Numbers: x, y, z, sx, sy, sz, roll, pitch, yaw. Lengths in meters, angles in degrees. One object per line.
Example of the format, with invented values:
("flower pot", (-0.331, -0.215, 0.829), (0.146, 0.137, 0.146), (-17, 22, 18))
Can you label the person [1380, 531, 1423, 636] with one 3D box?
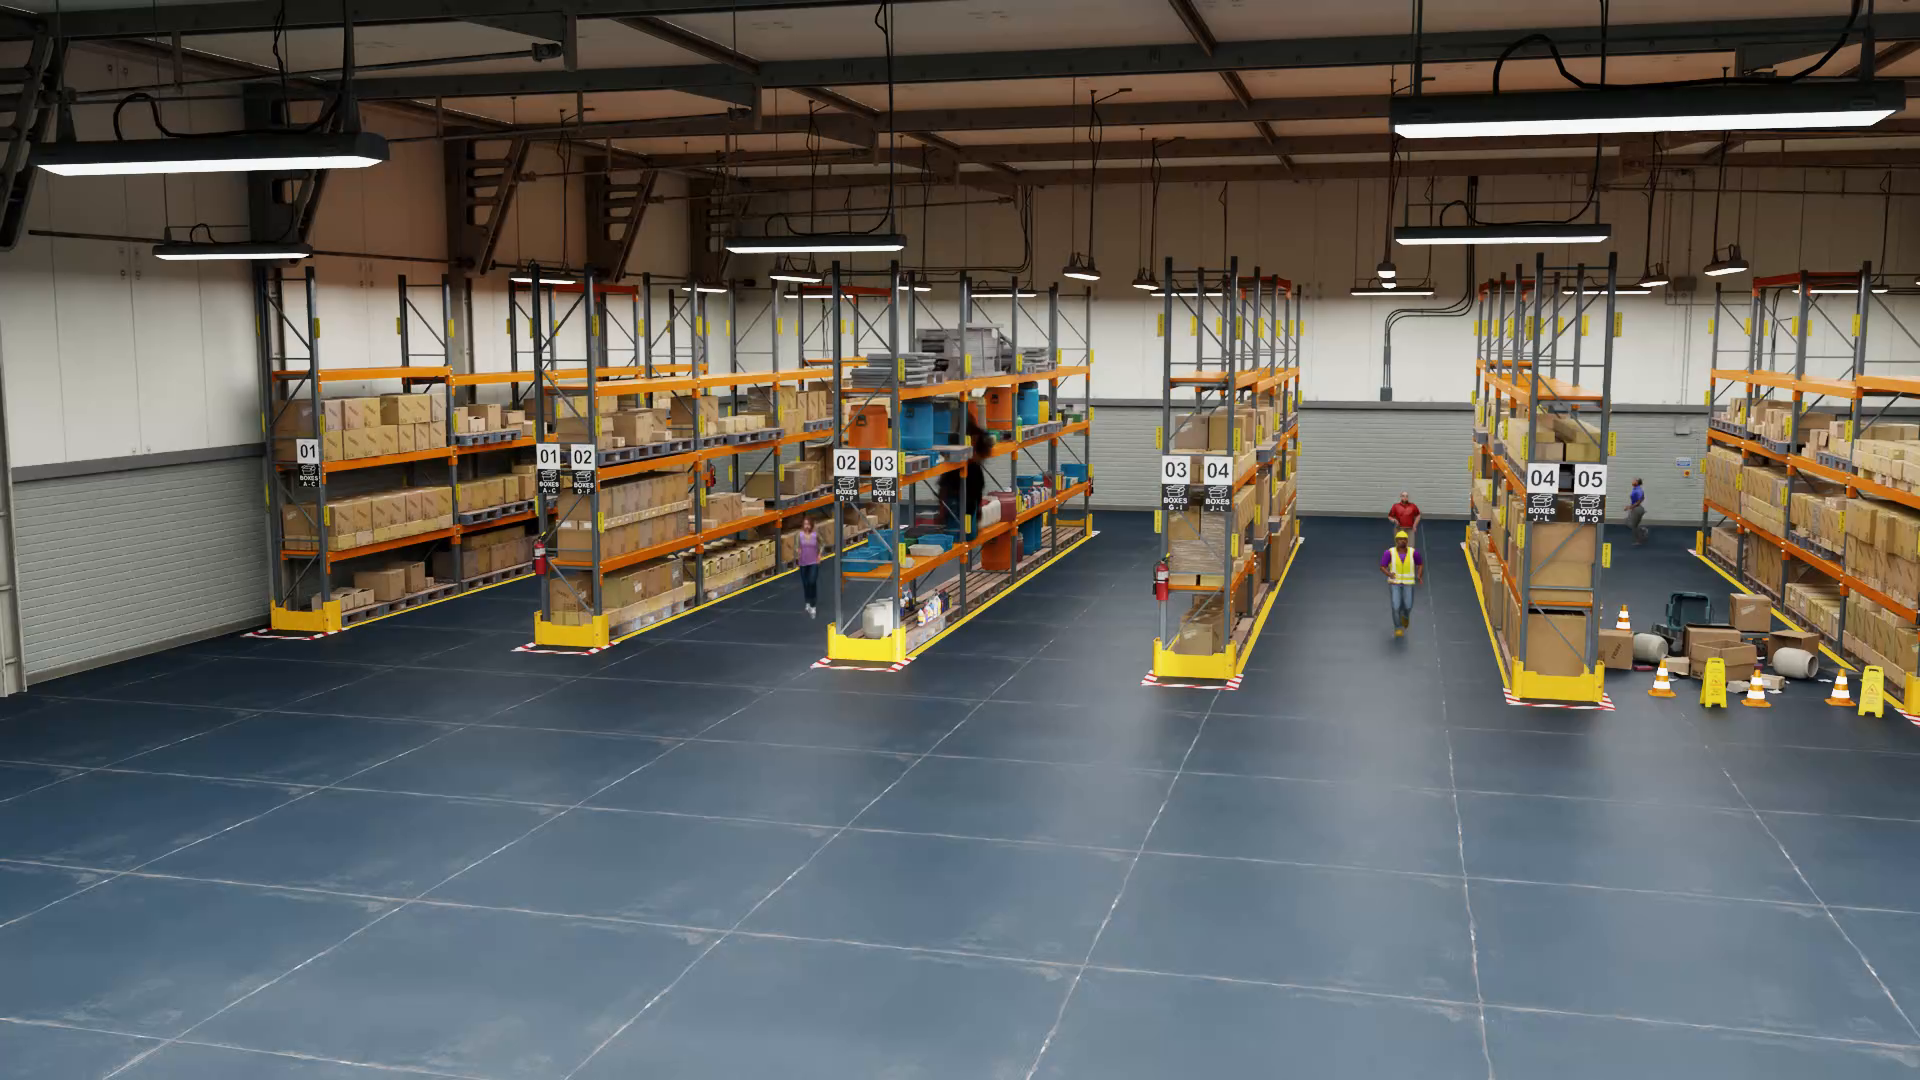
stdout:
("person", (7.208, 0.713, 27.145), (0.698, 1.723, 0.579), (1, 7, 10))

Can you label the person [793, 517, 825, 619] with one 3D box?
("person", (-2.509, 0.464, 27.545), (0.490, 1.657, 0.699), (1, 7, 4))

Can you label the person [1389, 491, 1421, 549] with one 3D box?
("person", (9.092, -0.148, 33.989), (0.650, 1.688, 0.601), (1, 7, 10))

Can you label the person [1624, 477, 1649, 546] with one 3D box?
("person", (15.678, -0.668, 38.532), (0.592, 1.609, 0.560), (2, 8, 16))
